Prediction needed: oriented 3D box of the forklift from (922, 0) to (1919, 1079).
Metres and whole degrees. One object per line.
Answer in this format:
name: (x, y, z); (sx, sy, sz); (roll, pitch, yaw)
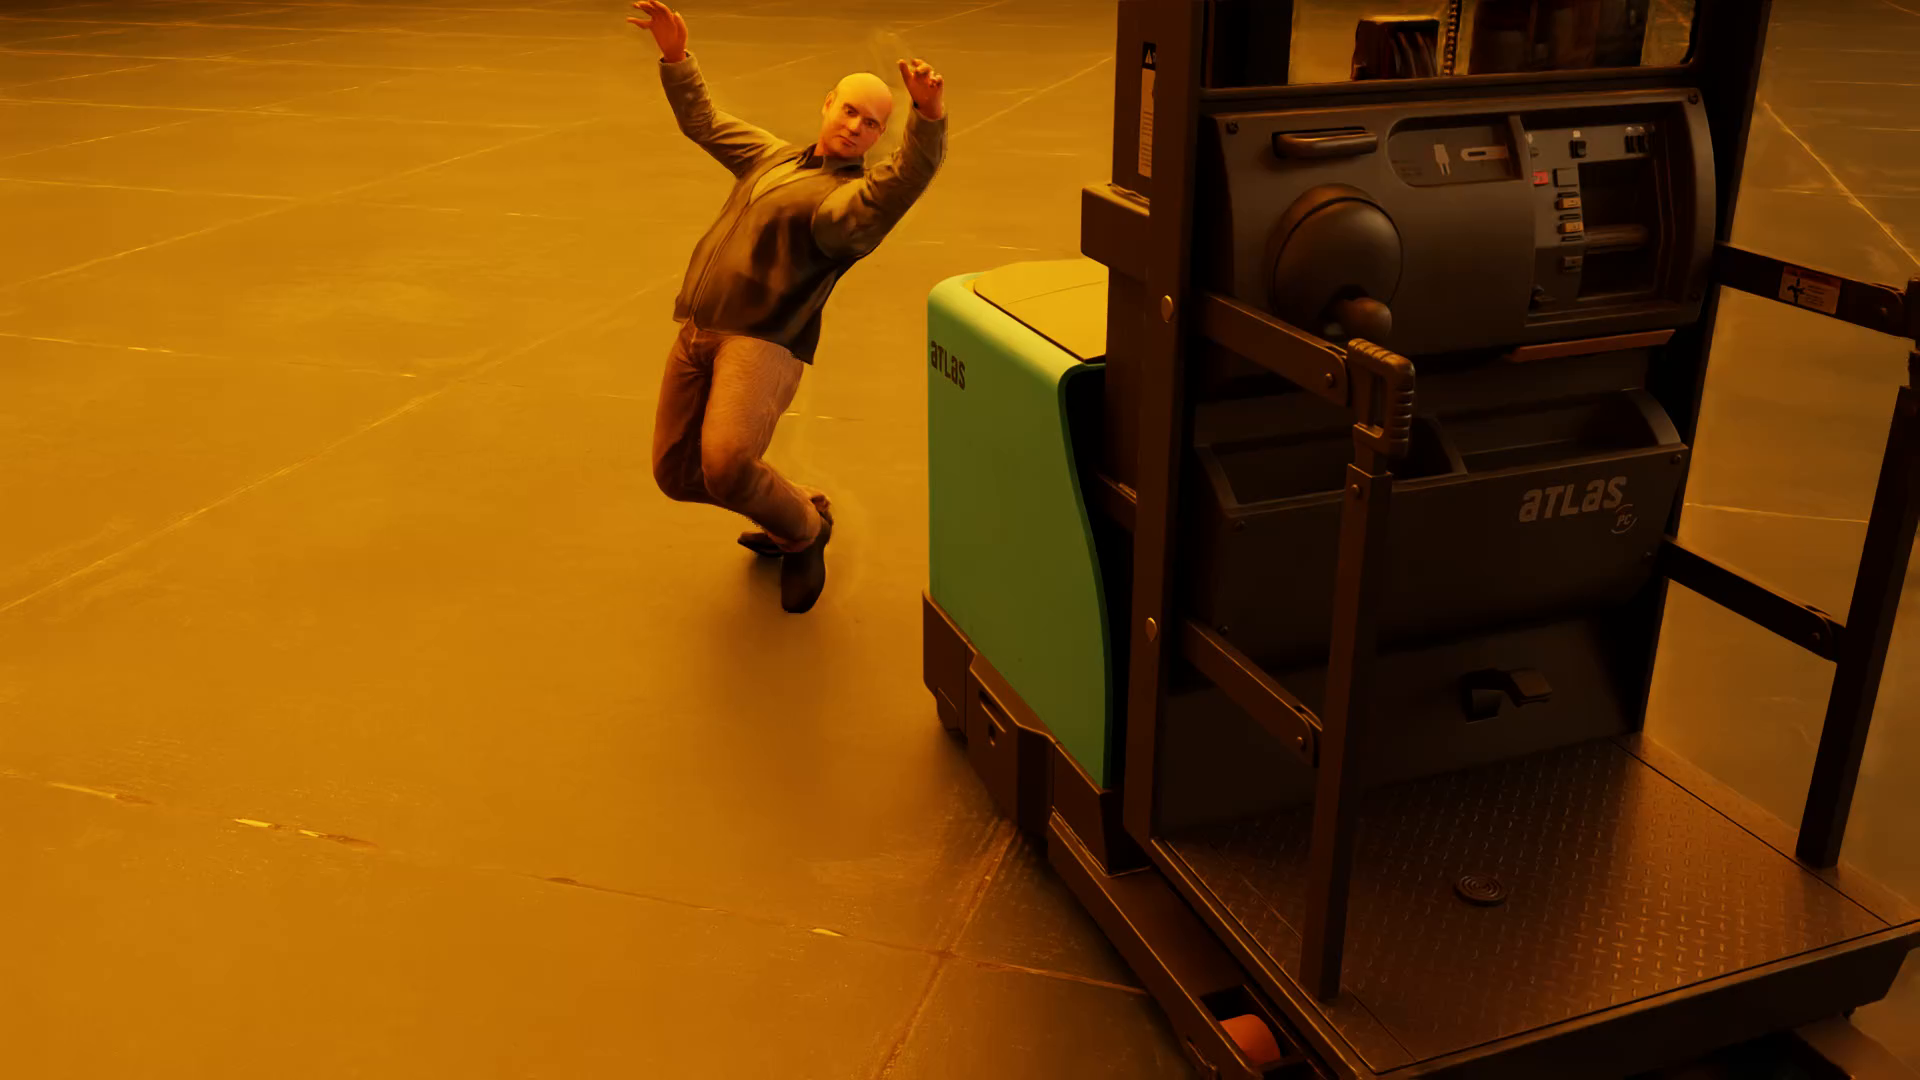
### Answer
forklift: (0.910, -0.501, 2.494); (1.130, 2.935, 3.031); (-8, 24, -19)

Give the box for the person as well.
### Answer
person: (-0.438, -0.597, 4.478); (0.787, 1.630, 1.015); (-18, 29, -37)
